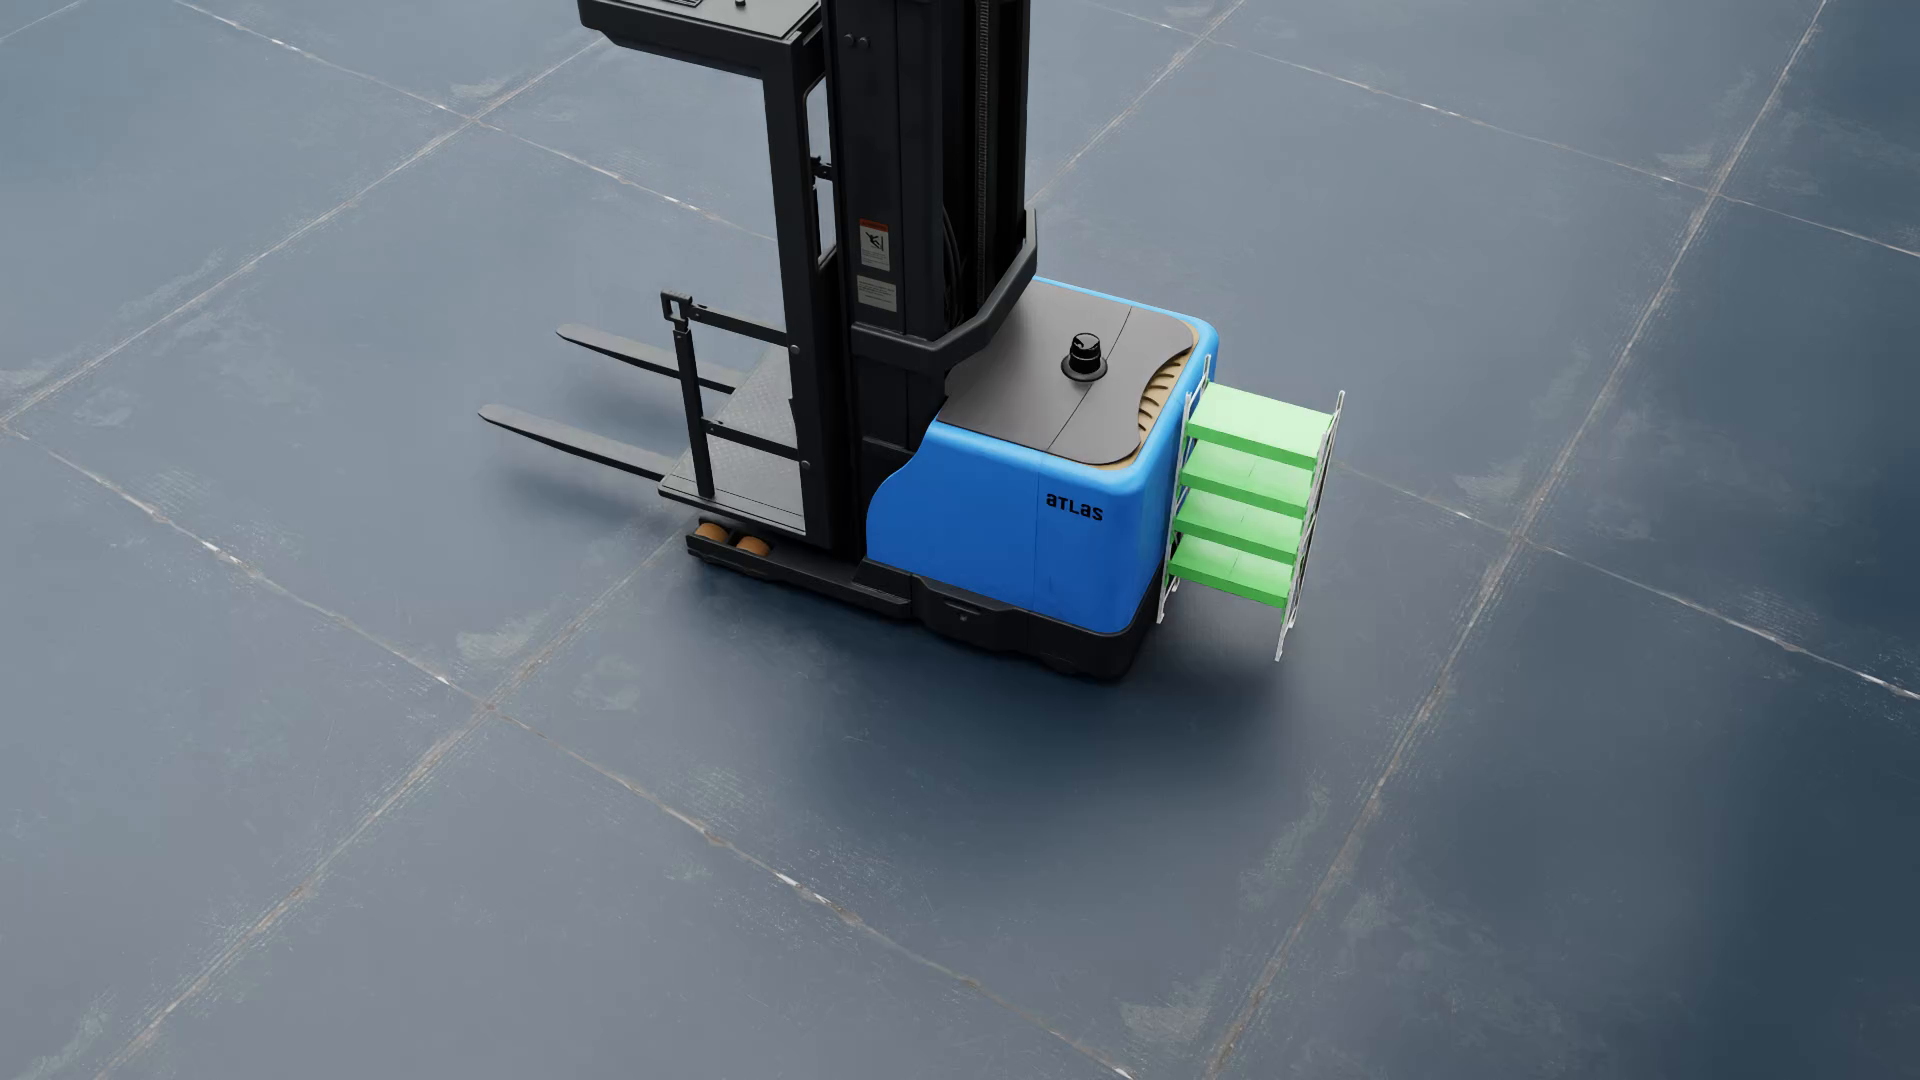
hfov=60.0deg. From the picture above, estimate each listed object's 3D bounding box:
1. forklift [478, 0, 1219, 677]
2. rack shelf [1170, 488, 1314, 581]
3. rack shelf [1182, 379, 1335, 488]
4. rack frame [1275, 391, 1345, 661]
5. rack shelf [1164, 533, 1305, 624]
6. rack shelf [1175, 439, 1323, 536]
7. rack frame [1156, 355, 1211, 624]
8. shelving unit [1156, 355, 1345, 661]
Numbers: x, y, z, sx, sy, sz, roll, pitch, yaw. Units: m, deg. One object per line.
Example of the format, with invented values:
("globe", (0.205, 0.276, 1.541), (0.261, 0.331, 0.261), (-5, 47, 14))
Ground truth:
("forklift", (-0.570, -1.200, 6.095), (3.031, 2.935, 1.130), (17, 48, 16))
("rack shelf", (1.064, -0.049, 6.272), (0.480, 0.148, 0.258), (18, 48, 16))
("rack shelf", (1.064, -0.383, 5.928), (0.480, 0.148, 0.258), (18, 48, 16))
("rack frame", (1.288, -0.023, 6.157), (0.015, 1.200, 0.240), (18, 48, 16))
("rack shelf", (1.064, 0.118, 6.444), (0.480, 0.148, 0.258), (18, 48, 16))
("rack shelf", (1.064, -0.216, 6.100), (0.480, 0.148, 0.258), (18, 48, 16))
("rack frame", (0.841, -0.164, 6.295), (0.015, 1.200, 0.240), (18, 48, 16))
("shelving unit", (1.064, -0.093, 6.226), (0.503, 1.200, 0.258), (18, 48, 16))
